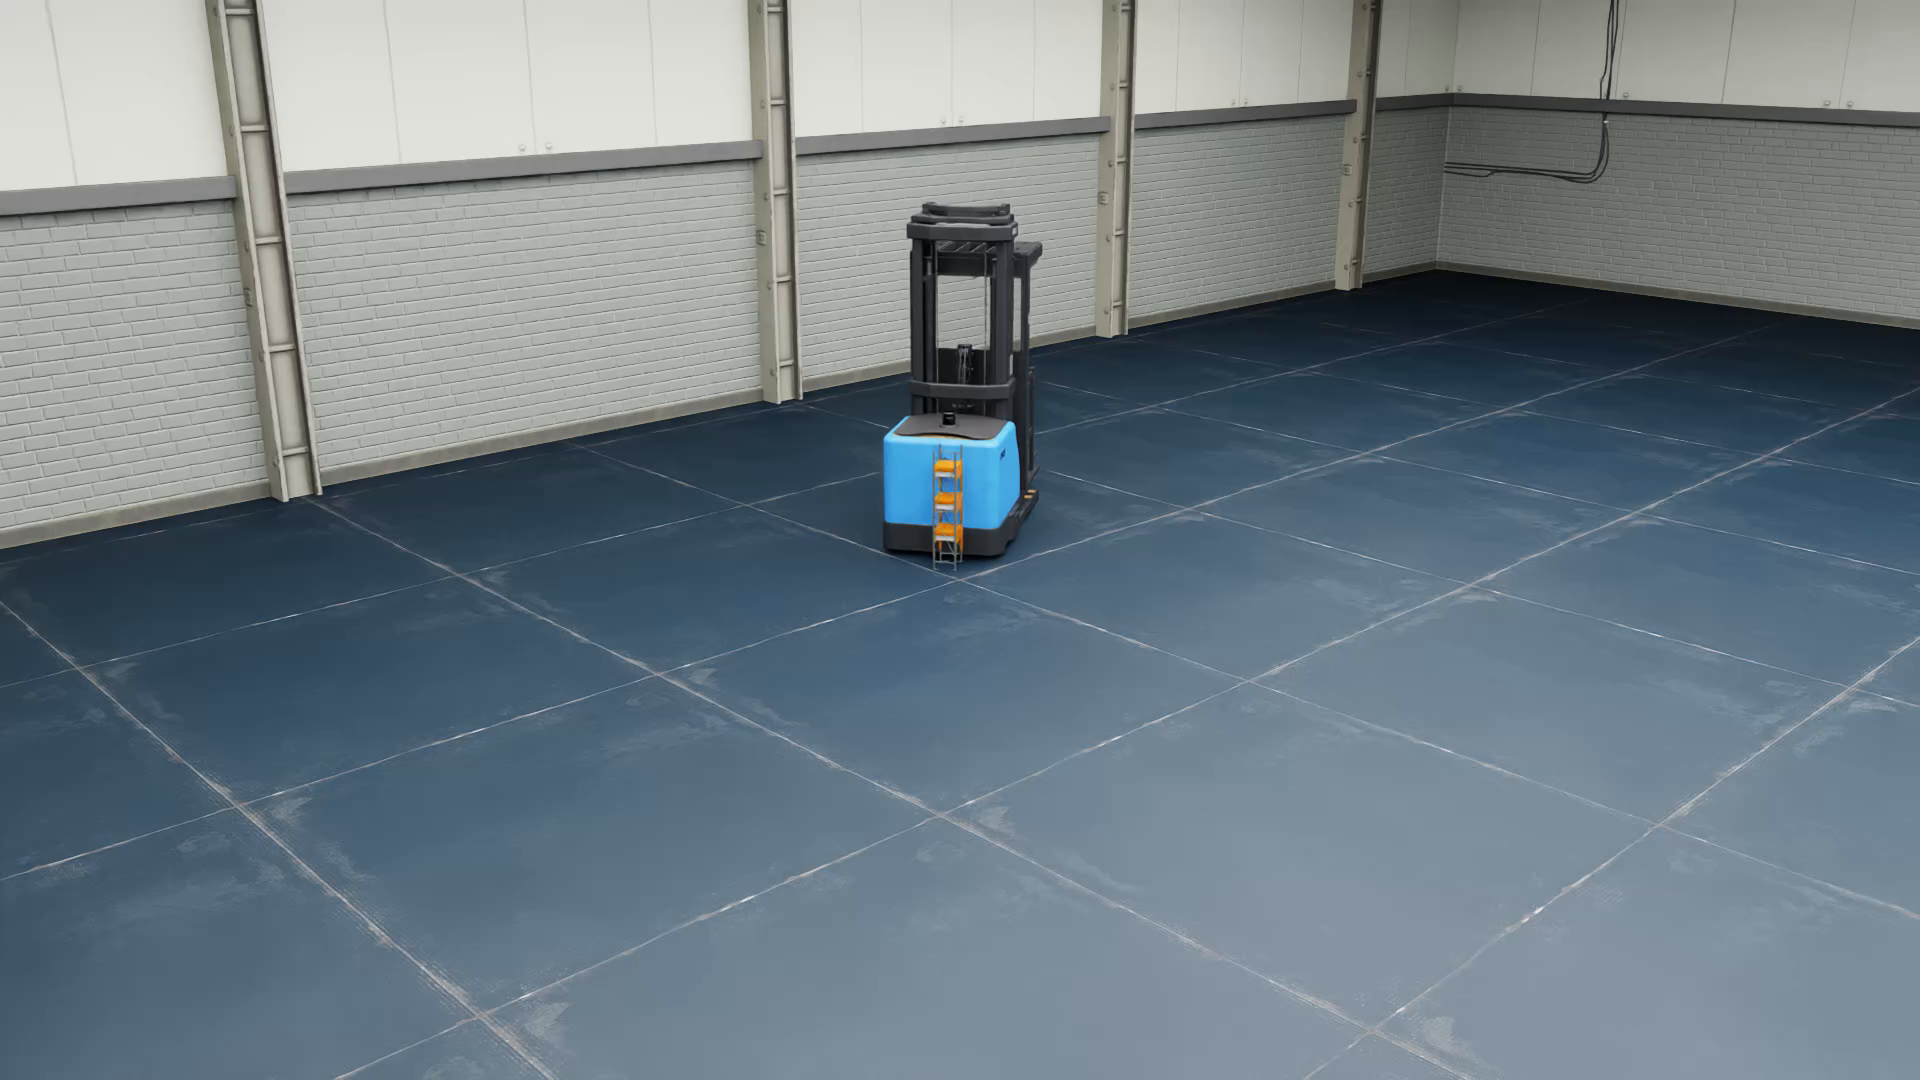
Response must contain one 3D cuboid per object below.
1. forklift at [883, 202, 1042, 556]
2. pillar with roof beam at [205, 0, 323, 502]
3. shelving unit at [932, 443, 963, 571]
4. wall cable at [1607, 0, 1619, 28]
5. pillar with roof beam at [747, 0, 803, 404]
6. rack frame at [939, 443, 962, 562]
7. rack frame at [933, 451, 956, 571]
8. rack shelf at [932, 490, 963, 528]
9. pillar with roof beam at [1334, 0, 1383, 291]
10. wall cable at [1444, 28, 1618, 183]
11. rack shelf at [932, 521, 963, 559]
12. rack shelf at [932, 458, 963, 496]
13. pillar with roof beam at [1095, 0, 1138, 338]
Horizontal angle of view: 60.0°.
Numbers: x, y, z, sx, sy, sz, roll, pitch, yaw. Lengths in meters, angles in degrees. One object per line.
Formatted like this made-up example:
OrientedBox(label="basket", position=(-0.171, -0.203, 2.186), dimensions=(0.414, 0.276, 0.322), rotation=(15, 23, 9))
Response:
OrientedBox(label="forklift", position=(0.142, -1.673, 15.393), dimensions=(1.130, 2.935, 3.031), rotation=(4, 18, 12))
OrientedBox(label="pillar with roof beam", position=(-3.565, -3.760, 11.990), dimensions=(0.400, 9.000, 9.100), rotation=(-16, 24, -41))
OrientedBox(label="shelving unit", position=(-0.105, -0.276, 14.132), dimensions=(0.215, 1.050, 0.252), rotation=(4, 18, 12))
OrientedBox(label="wall cable", position=(11.464, -9.186, 25.571), dimensions=(0.112, 2.526, 3.097), rotation=(-16, 24, -41))
OrientedBox(label="pillar with roof beam", position=(0.795, -5.031, 15.912), dimensions=(0.400, 9.000, 9.100), rotation=(-16, 24, -41))
OrientedBox(label="rack frame", position=(-0.079, -0.312, 14.246), dimensions=(0.200, 1.050, 0.008), rotation=(4, 18, 12))
OrientedBox(label="rack frame", position=(-0.131, -0.239, 14.019), dimensions=(0.200, 1.050, 0.008), rotation=(4, 18, 12))
OrientedBox(label="rack shelf", position=(-0.105, -0.265, 14.136), dimensions=(0.215, 0.259, 0.240), rotation=(4, 18, 12))
OrientedBox(label="pillar with roof beam", position=(9.514, -7.574, 23.754), dimensions=(0.400, 9.000, 9.100), rotation=(-16, 24, -41))
OrientedBox(label="wall cable", position=(9.606, -7.390, 28.220), dimensions=(0.112, 2.526, 3.097), rotation=(-16, 24, -41))
OrientedBox(label="rack shelf", position=(-0.105, -0.001, 14.221), dimensions=(0.215, 0.259, 0.240), rotation=(4, 18, 12))
OrientedBox(label="rack shelf", position=(-0.105, -0.535, 14.048), dimensions=(0.215, 0.259, 0.240), rotation=(4, 18, 12))
OrientedBox(label="pillar with roof beam", position=(5.155, -6.303, 19.833), dimensions=(0.400, 9.000, 9.100), rotation=(-16, 24, -41))
